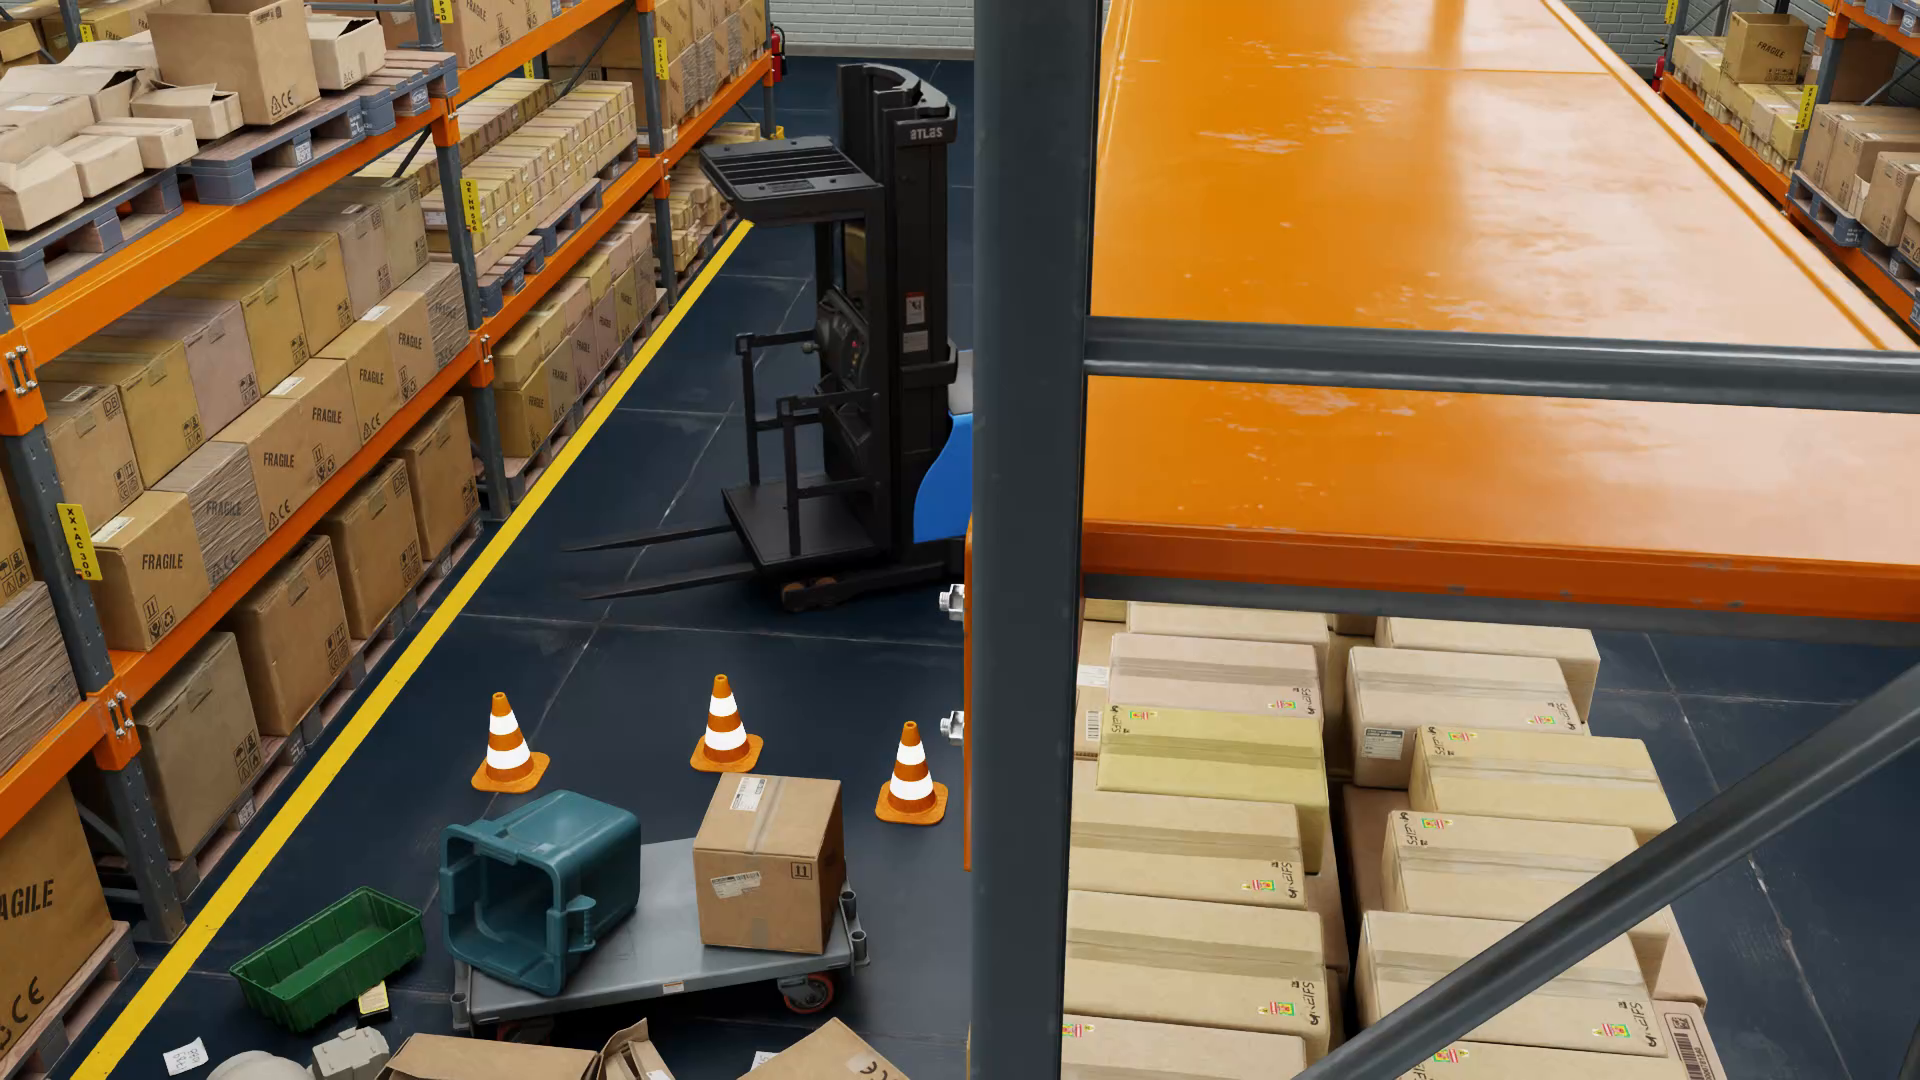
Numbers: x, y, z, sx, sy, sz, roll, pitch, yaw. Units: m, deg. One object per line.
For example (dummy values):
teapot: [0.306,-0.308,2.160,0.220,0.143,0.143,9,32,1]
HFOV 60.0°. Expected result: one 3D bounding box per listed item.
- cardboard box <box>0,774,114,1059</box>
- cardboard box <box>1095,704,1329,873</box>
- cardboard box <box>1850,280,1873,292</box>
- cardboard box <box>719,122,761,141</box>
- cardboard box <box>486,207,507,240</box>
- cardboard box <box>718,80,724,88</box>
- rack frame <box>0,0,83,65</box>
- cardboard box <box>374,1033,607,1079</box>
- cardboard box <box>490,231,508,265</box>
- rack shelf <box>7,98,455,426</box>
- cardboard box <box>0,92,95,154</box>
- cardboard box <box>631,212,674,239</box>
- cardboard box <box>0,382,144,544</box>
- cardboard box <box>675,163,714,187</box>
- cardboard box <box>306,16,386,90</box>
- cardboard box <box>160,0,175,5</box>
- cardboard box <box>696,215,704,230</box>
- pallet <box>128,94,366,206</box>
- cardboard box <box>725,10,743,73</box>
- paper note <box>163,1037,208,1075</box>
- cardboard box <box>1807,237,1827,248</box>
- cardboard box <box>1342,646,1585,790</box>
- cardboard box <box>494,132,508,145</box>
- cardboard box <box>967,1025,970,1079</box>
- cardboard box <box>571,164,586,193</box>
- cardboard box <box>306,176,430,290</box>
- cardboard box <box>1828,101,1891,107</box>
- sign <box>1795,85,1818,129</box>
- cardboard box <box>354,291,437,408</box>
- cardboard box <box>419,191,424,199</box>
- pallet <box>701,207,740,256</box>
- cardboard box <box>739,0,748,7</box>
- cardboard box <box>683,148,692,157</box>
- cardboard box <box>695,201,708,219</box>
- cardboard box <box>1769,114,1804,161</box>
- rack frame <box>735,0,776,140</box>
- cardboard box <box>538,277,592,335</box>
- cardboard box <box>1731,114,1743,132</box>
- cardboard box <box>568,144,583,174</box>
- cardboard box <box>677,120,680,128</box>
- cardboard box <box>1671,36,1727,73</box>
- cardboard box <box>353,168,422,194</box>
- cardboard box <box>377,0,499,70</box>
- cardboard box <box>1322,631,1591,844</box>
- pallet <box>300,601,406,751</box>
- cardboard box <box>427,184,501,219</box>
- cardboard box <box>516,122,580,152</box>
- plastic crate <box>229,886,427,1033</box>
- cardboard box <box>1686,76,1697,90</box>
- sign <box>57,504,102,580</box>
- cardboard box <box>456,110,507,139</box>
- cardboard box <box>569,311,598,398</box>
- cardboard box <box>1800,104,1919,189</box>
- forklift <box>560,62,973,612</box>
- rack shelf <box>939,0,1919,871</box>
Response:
cardboard box: [-4.068,1.436,6.511,0.875,0.875,0.875,4,29,7]
cardboard box: [0.427,0.422,2.857,0.380,0.149,0.250,4,29,7]
cardboard box: [6.625,-1.806,12.240,0.380,0.149,0.250,2,28,4]
cardboard box: [-2.265,-4.183,17.079,0.380,0.149,0.250,4,29,7]
cardboard box: [-3.142,-2.038,10.671,0.380,0.149,0.250,5,29,9]
cardboard box: [-2.456,-4.373,15.762,0.380,0.149,0.250,2,28,4]
rack frame: [-7.852,-3.708,14.262,1.000,3.000,0.127,3,28,6]
cardboard box: [-1.678,2.141,5.894,0.797,0.637,0.503,3,28,6]
cardboard box: [-3.144,-1.889,10.708,0.380,0.149,0.250,5,29,9]
rack shelf: [-3.677,-1.552,7.856,1.077,0.370,4.000,3,28,6]
cardboard box: [-3.989,-1.684,6.952,0.500,0.250,0.500,3,28,6]
cardboard box: [-2.694,-2.714,14.353,0.380,0.149,0.250,4,29,8]
cardboard box: [-3.867,-0.325,6.823,0.700,0.500,0.500,3,28,5]
cardboard box: [-2.477,-3.448,15.716,0.380,0.149,0.250,3,29,6]
cardboard box: [-3.262,-2.490,8.385,0.500,0.311,0.500,3,28,6]
cardboard box: [-7.412,-4.790,15.325,0.500,0.500,0.500,2,28,5]
cardboard box: [-2.587,-2.951,15.420,0.380,0.149,0.250,2,28,4]
pallet: [-3.592,-1.894,7.932,1.003,0.211,1.213,5,29,9]
cardboard box: [-2.372,-4.722,15.726,0.500,0.500,0.500,3,29,6]
paper note: [-3.106,2.069,6.668,0.147,0.020,0.142,-17,33,-29]
cardboard box: [6.662,-2.189,12.639,0.380,0.149,0.250,3,28,5]
cardboard box: [0.906,0.330,3.028,0.380,0.149,0.250,3,28,6]
cardboard box: [-3.570,-2.926,12.318,0.380,0.149,0.250,4,29,8]
cardboard box: [0.389,1.164,3.745,0.700,0.500,0.500,3,28,6]
cardboard box: [-2.950,-2.635,12.092,0.380,0.149,0.250,5,29,8]
cardboard box: [-3.497,-1.763,9.492,0.700,0.500,0.500,3,28,6]
cardboard box: [7.293,-3.364,13.469,0.500,0.250,0.500,3,28,6]
sign: [6.371,-3.254,12.508,0.100,0.325,0.005,3,28,6]
cardboard box: [-3.283,-1.071,9.262,0.500,0.500,0.500,3,28,6]
cardboard box: [-3.762,-2.203,10.978,0.380,0.149,0.250,4,29,7]
pallet: [-2.747,-3.039,15.960,1.003,0.211,1.213,3,28,6]
cardboard box: [-2.323,-5.402,15.933,0.500,0.500,0.500,2,28,4]
cardboard box: [-2.874,-3.850,16.462,0.380,0.149,0.250,2,28,4]
cardboard box: [-2.551,-3.081,15.348,0.380,0.149,0.250,5,29,9]
cardboard box: [6.731,-3.164,13.097,0.500,0.250,0.500,4,29,7]
rack frame: [-2.452,-5.255,17.134,1.000,3.000,0.127,3,28,6]
cardboard box: [-2.972,-1.685,11.910,0.500,0.250,0.500,4,29,7]
cardboard box: [6.905,-3.625,14.373,0.380,0.149,0.250,3,28,6]
cardboard box: [-2.952,-2.758,12.007,0.380,0.149,0.250,3,29,6]
cardboard box: [-2.644,-3.630,14.383,0.380,0.149,0.250,2,28,4]
cardboard box: [7.077,-4.595,15.754,0.500,0.250,0.500,4,29,6]
cardboard box: [-3.762,-2.324,10.889,0.380,0.149,0.250,4,29,8]
cardboard box: [-3.098,-3.107,9.879,0.500,0.500,0.500,3,28,6]
cardboard box: [0.949,0.429,3.266,0.500,0.250,0.500,4,29,8]
pallet: [-3.755,0.678,9.062,1.003,0.211,1.213,3,28,6]
cardboard box: [-3.153,-2.159,10.581,0.380,0.149,0.250,3,28,5]
cardboard box: [-2.958,-2.895,11.947,0.380,0.149,0.250,2,28,4]
plastic crate: [-2.643,1.764,7.009,0.450,0.188,0.662,9,28,37]
cardboard box: [7.102,-4.357,15.731,0.380,0.149,0.250,4,29,7]
sign: [-3.371,0.009,6.366,0.100,0.325,0.005,3,28,6]
cardboard box: [-3.572,-3.060,12.254,0.380,0.149,0.250,3,28,6]
cardboard box: [-2.976,-1.371,12.116,0.500,0.500,0.500,3,28,5]
cardboard box: [6.629,-2.860,12.139,0.700,0.500,0.500,4,29,7]
forklift: [-0.871,-1.151,9.589,3.031,2.935,1.130,-10,30,-17]
rack shelf: [0.758,-0.748,3.204,1.077,0.370,4.000,3,28,6]
